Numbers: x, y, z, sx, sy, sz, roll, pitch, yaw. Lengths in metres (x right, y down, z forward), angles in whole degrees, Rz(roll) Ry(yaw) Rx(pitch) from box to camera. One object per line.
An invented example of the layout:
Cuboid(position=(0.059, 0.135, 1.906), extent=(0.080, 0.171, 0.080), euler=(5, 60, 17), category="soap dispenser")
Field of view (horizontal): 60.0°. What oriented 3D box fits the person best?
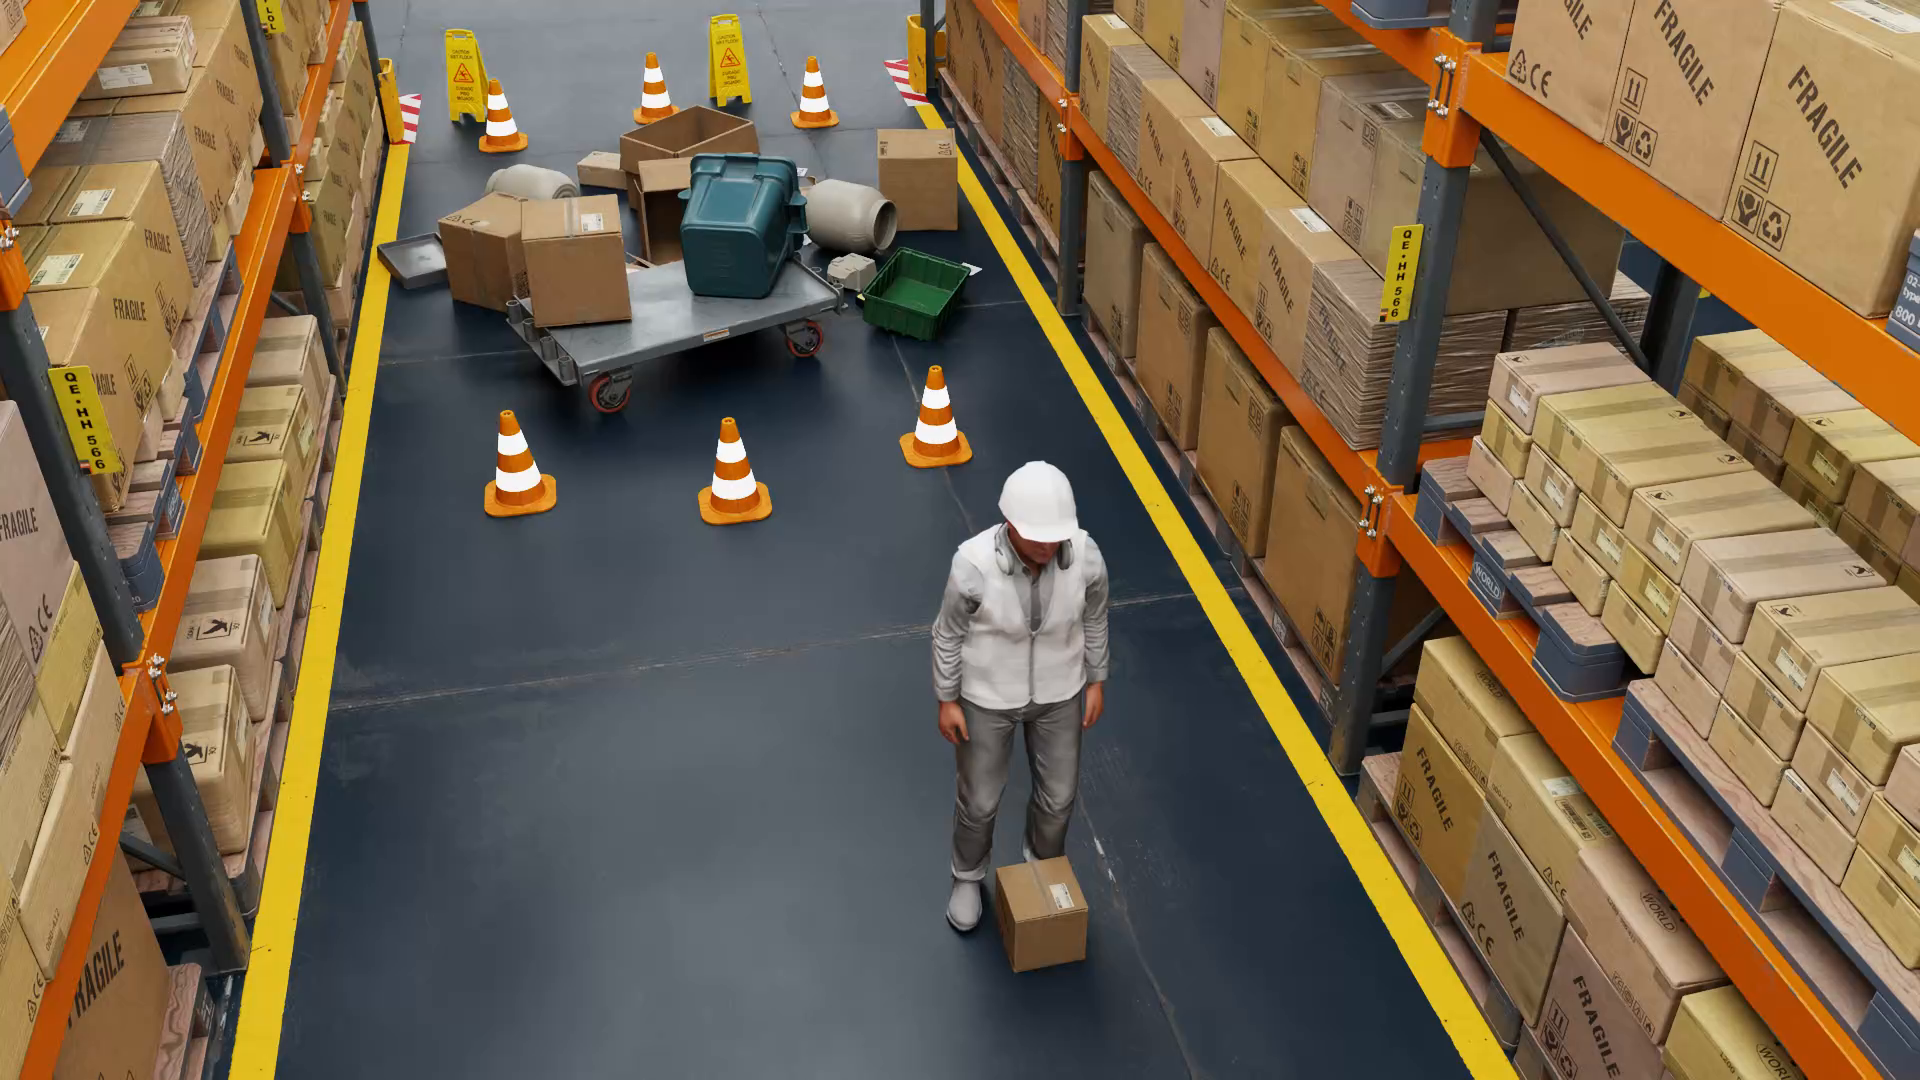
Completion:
Cuboid(position=(0.201, 0.492, 5.394), extent=(0.580, 1.771, 0.466), euler=(-7, 35, -10), category="person")
